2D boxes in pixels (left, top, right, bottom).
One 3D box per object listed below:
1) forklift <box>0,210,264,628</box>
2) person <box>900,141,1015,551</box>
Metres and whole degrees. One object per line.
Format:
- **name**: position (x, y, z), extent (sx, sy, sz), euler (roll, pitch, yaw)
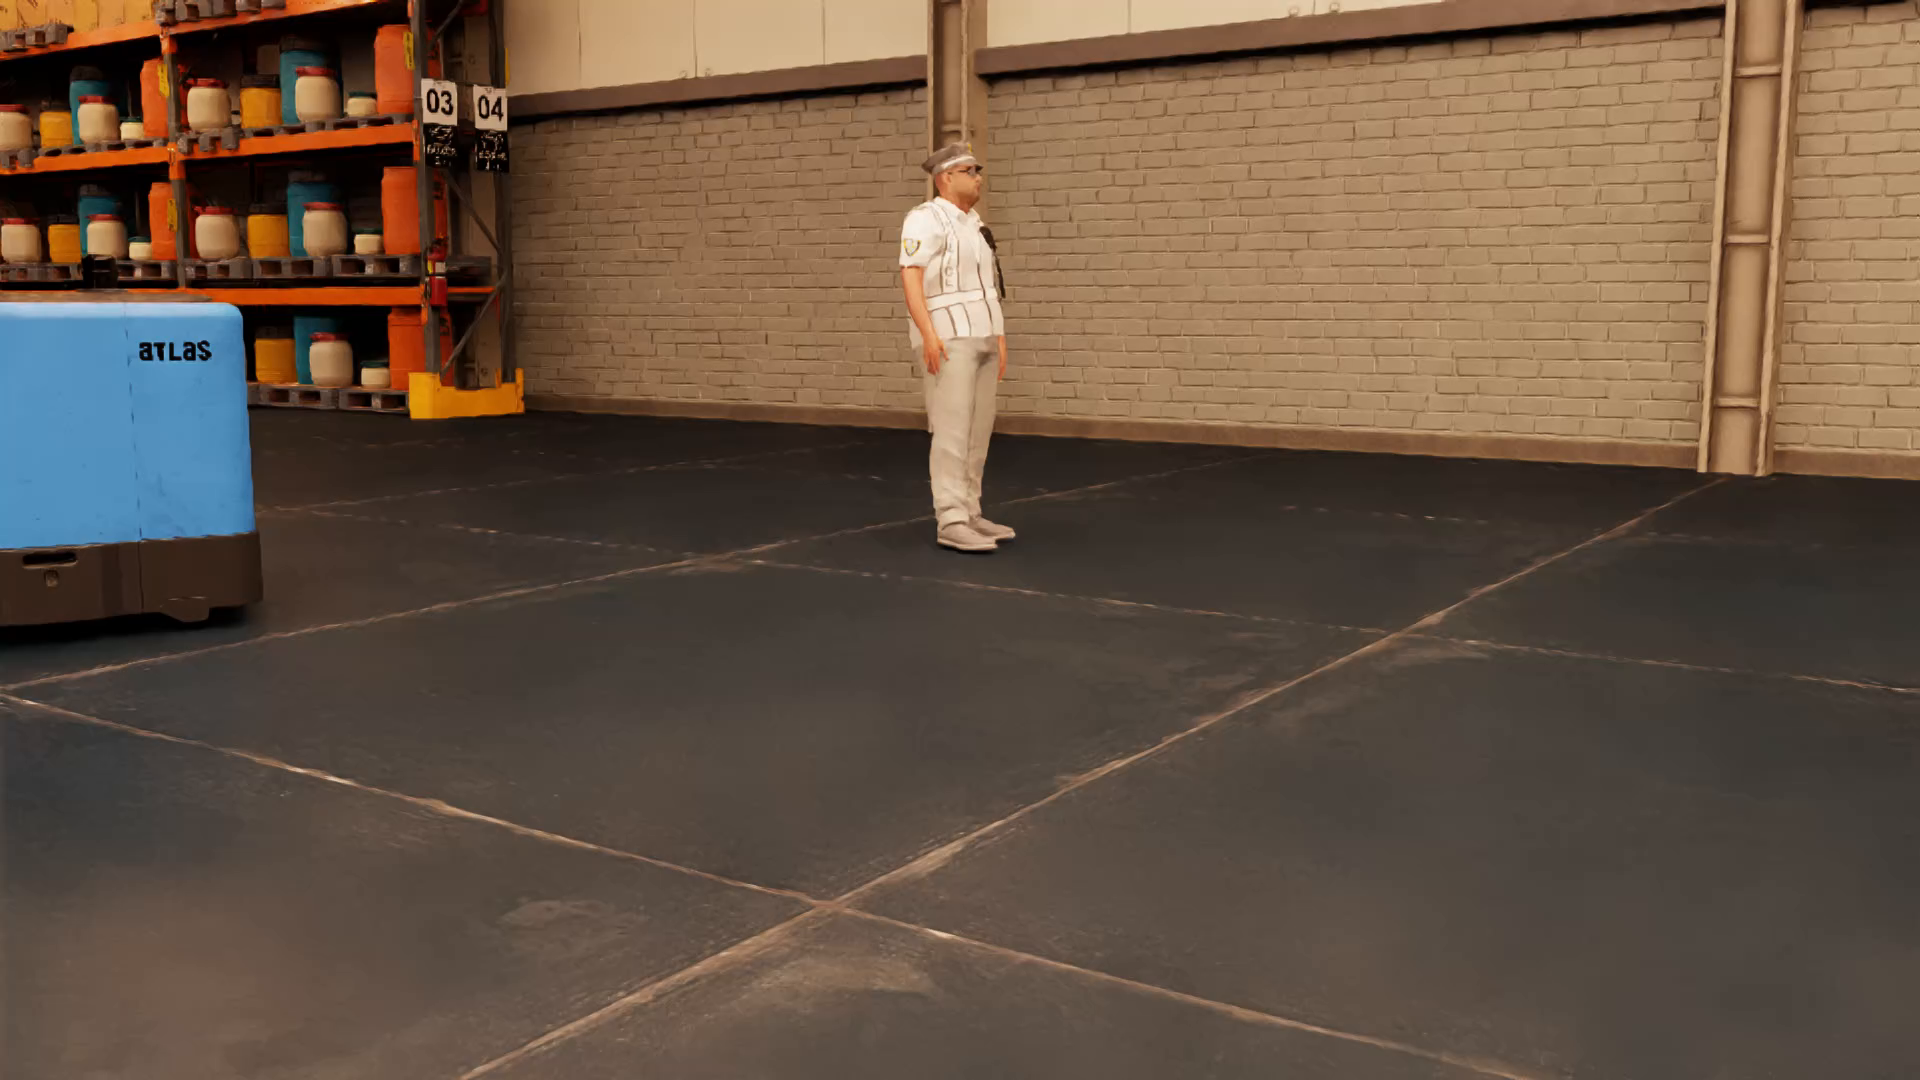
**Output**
- **forklift**: position (-3.898, -1.121, 5.075), extent (3.031, 2.935, 1.130), euler (-5, 9, -31)
- **person**: position (0.058, -0.883, 7.424), extent (0.574, 1.781, 0.640), euler (5, 10, 34)
